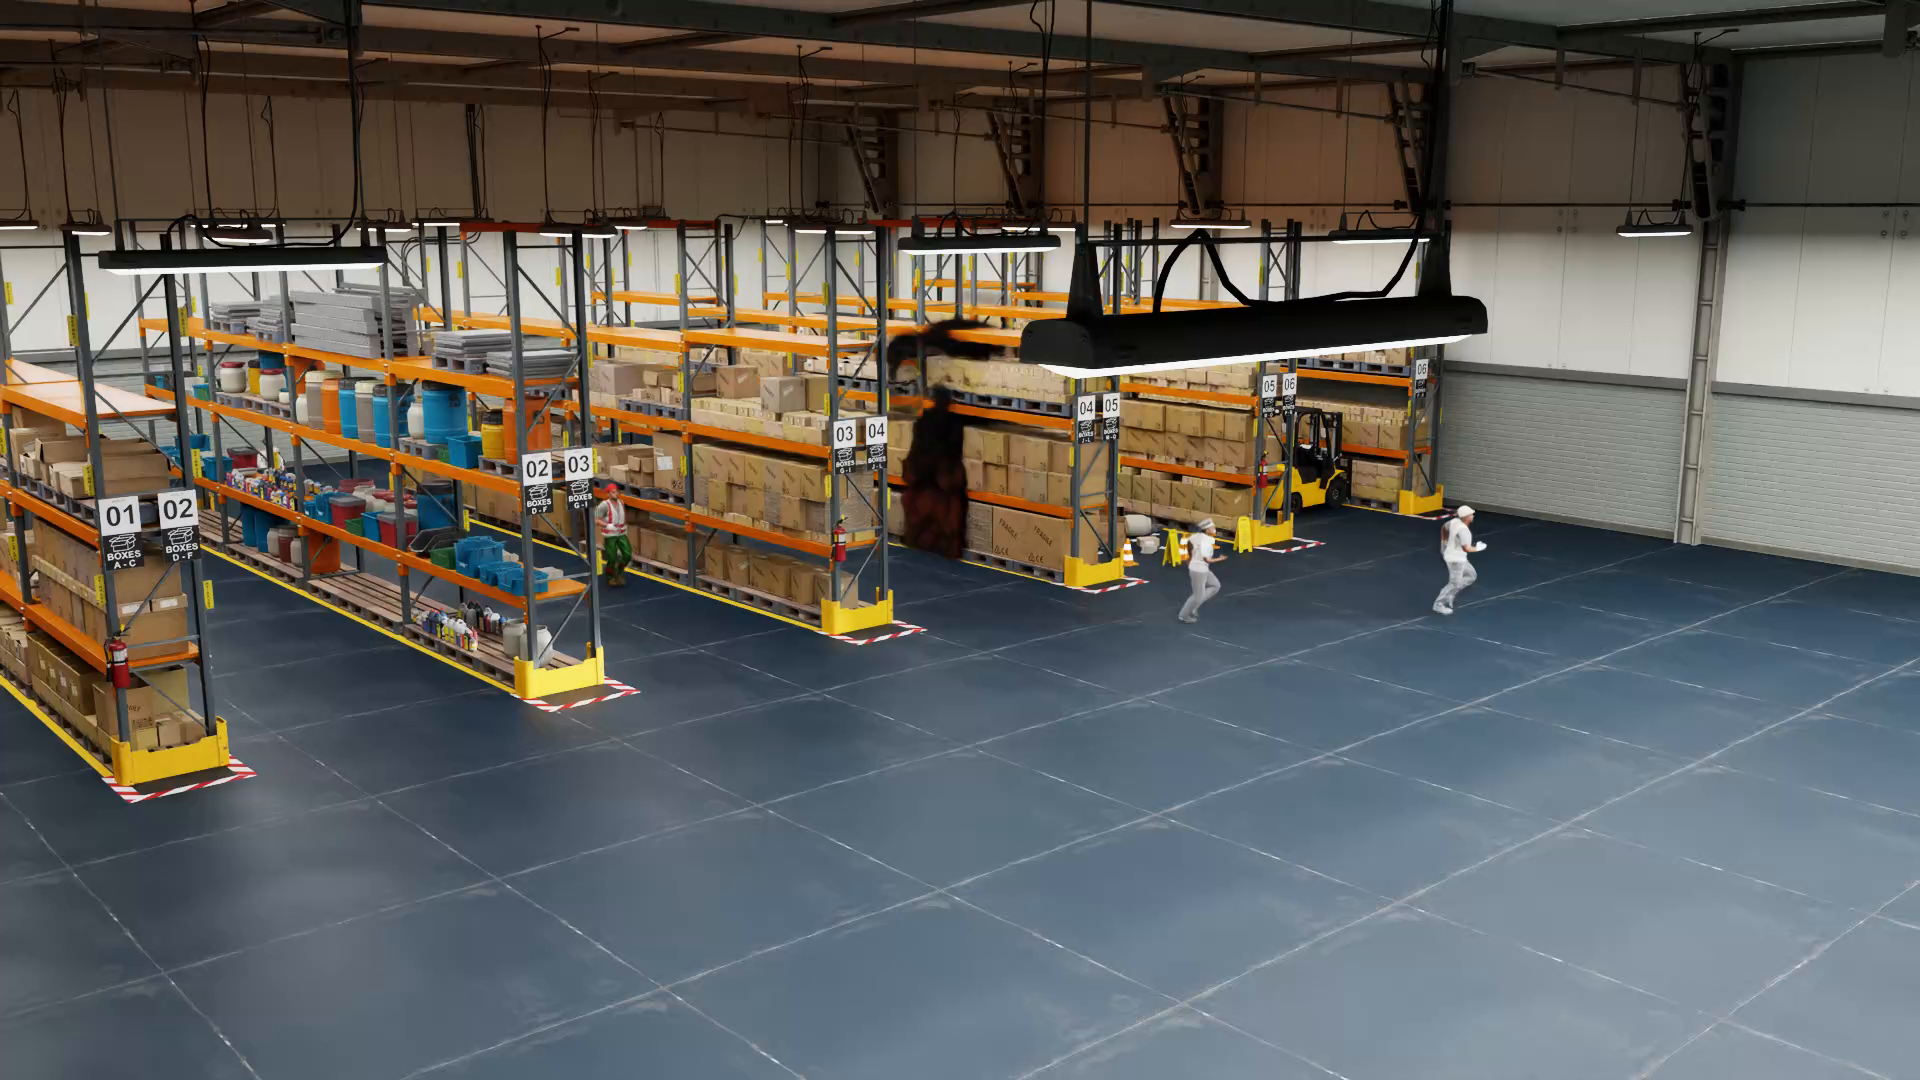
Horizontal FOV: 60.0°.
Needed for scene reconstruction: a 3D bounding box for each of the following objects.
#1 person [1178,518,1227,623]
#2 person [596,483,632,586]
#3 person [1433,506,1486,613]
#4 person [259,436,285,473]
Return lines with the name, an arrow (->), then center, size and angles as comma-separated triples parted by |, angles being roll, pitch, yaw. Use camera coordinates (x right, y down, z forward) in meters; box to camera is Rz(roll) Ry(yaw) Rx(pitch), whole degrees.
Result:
person -> 3.710, 0.456, 25.395 | 0.712, 1.644, 0.611 | 1, 11, 5
person -> -5.750, -0.070, 27.743 | 0.648, 1.759, 0.640 | -10, 15, -41
person -> 7.796, 0.304, 25.910 | 0.728, 1.722, 0.726 | 2, 12, 9
person -> -14.285, -1.381, 34.640 | 0.523, 1.612, 0.647 | 6, 13, 26
